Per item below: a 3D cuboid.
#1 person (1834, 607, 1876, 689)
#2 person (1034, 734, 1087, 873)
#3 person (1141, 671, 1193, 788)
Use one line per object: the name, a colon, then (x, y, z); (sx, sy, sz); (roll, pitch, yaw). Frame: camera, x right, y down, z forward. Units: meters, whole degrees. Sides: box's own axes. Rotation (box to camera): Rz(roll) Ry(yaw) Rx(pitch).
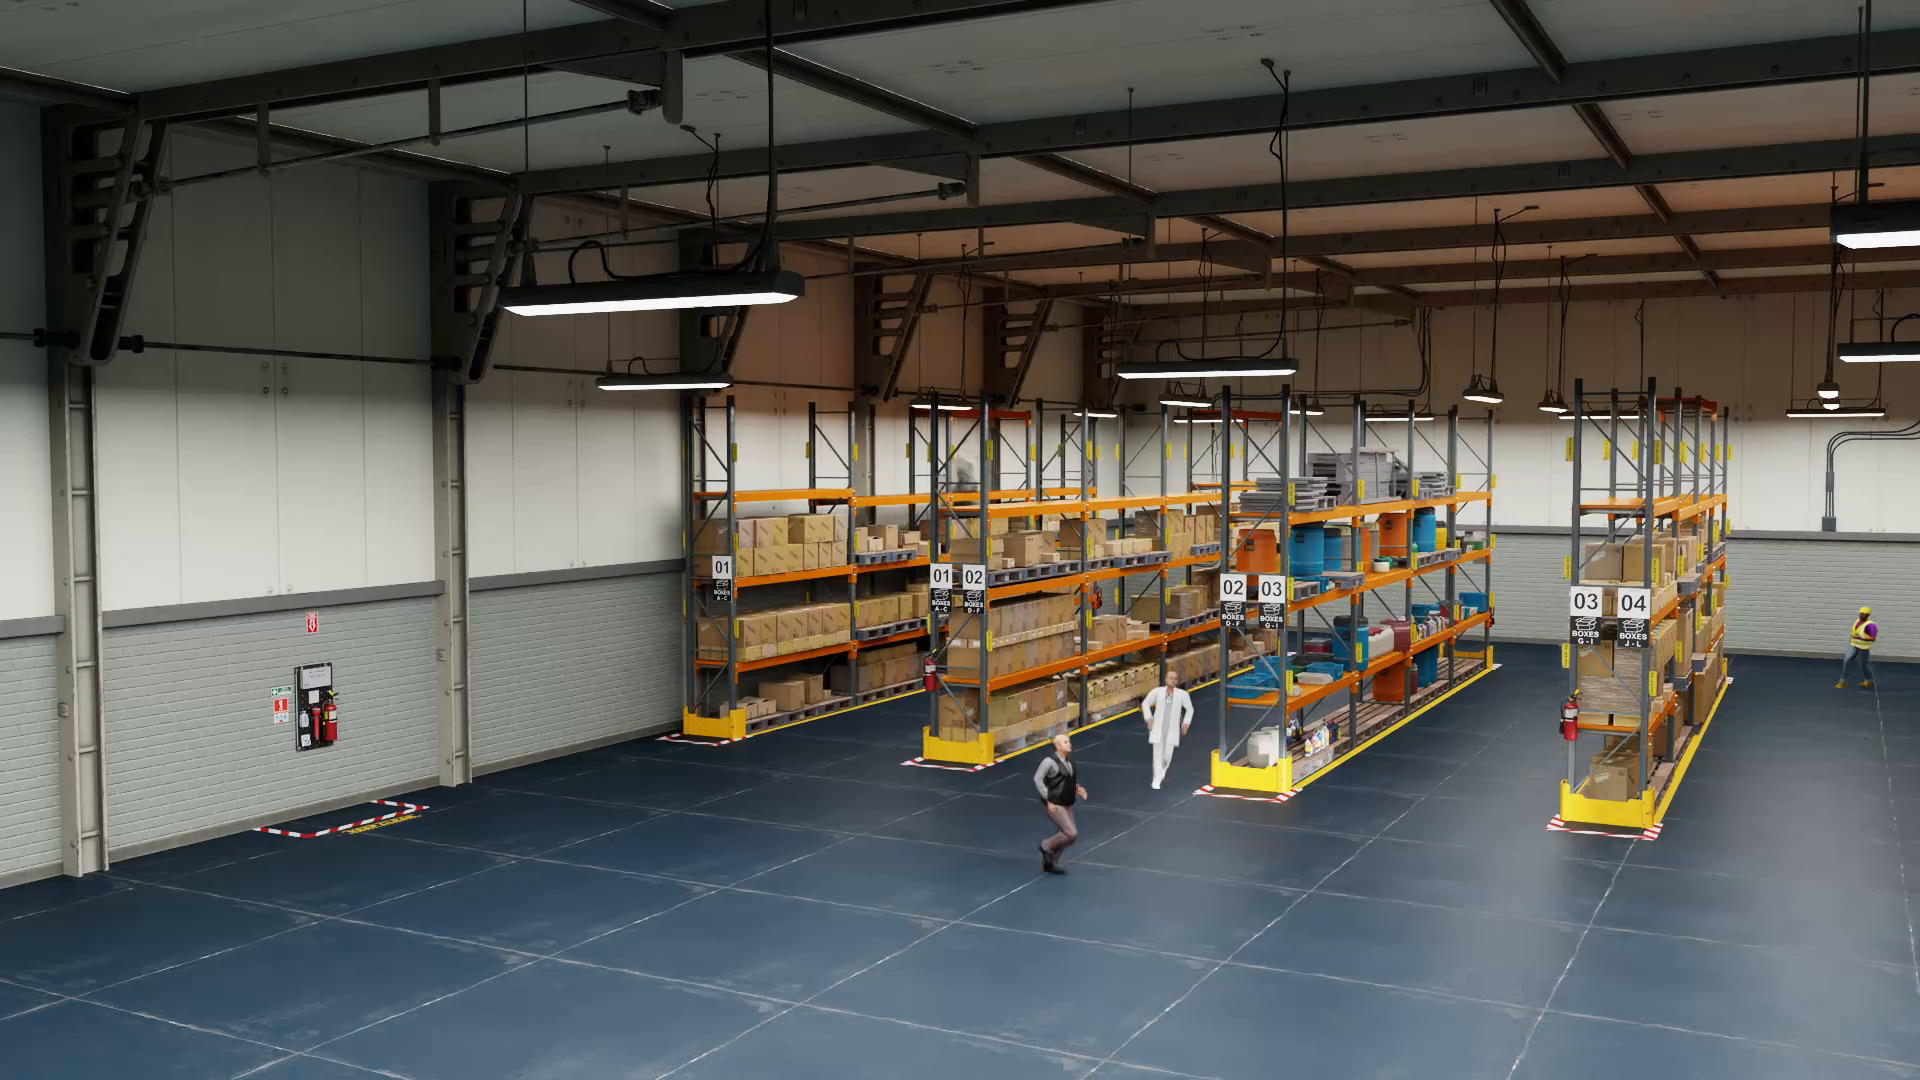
person: (18.967, 2.273, 34.956); (0.900, 1.759, 0.697); (-1, 3, -20)
person: (1.221, 3.133, 19.701); (0.591, 1.661, 0.603); (2, 4, 38)
person: (3.109, 2.833, 24.947); (0.779, 1.731, 0.593); (0, 3, 7)
